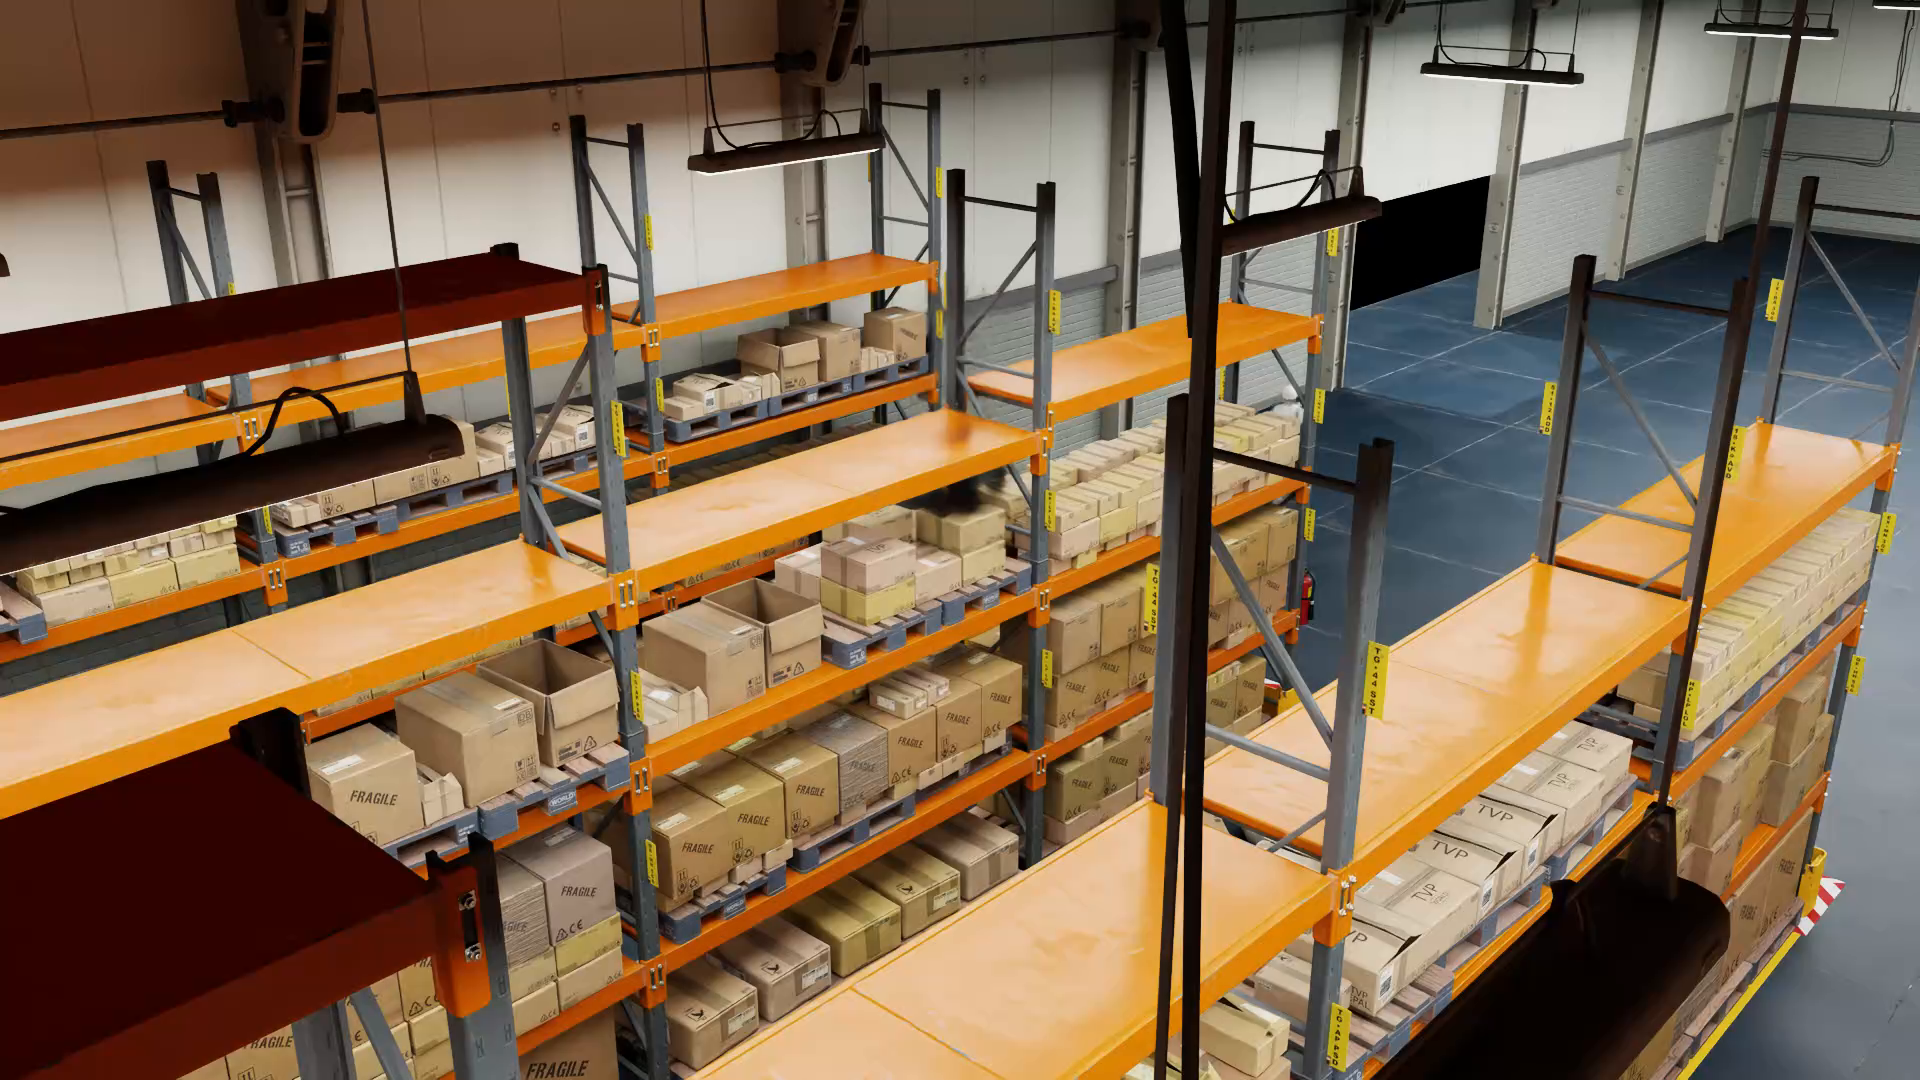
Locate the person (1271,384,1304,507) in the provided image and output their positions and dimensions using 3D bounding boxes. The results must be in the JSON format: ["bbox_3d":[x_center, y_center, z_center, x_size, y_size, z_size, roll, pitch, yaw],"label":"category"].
[{"bbox_3d":[4.517,-1.287,22.912,0.635,1.747,0.768,11,24,26],"label":"person"}]
